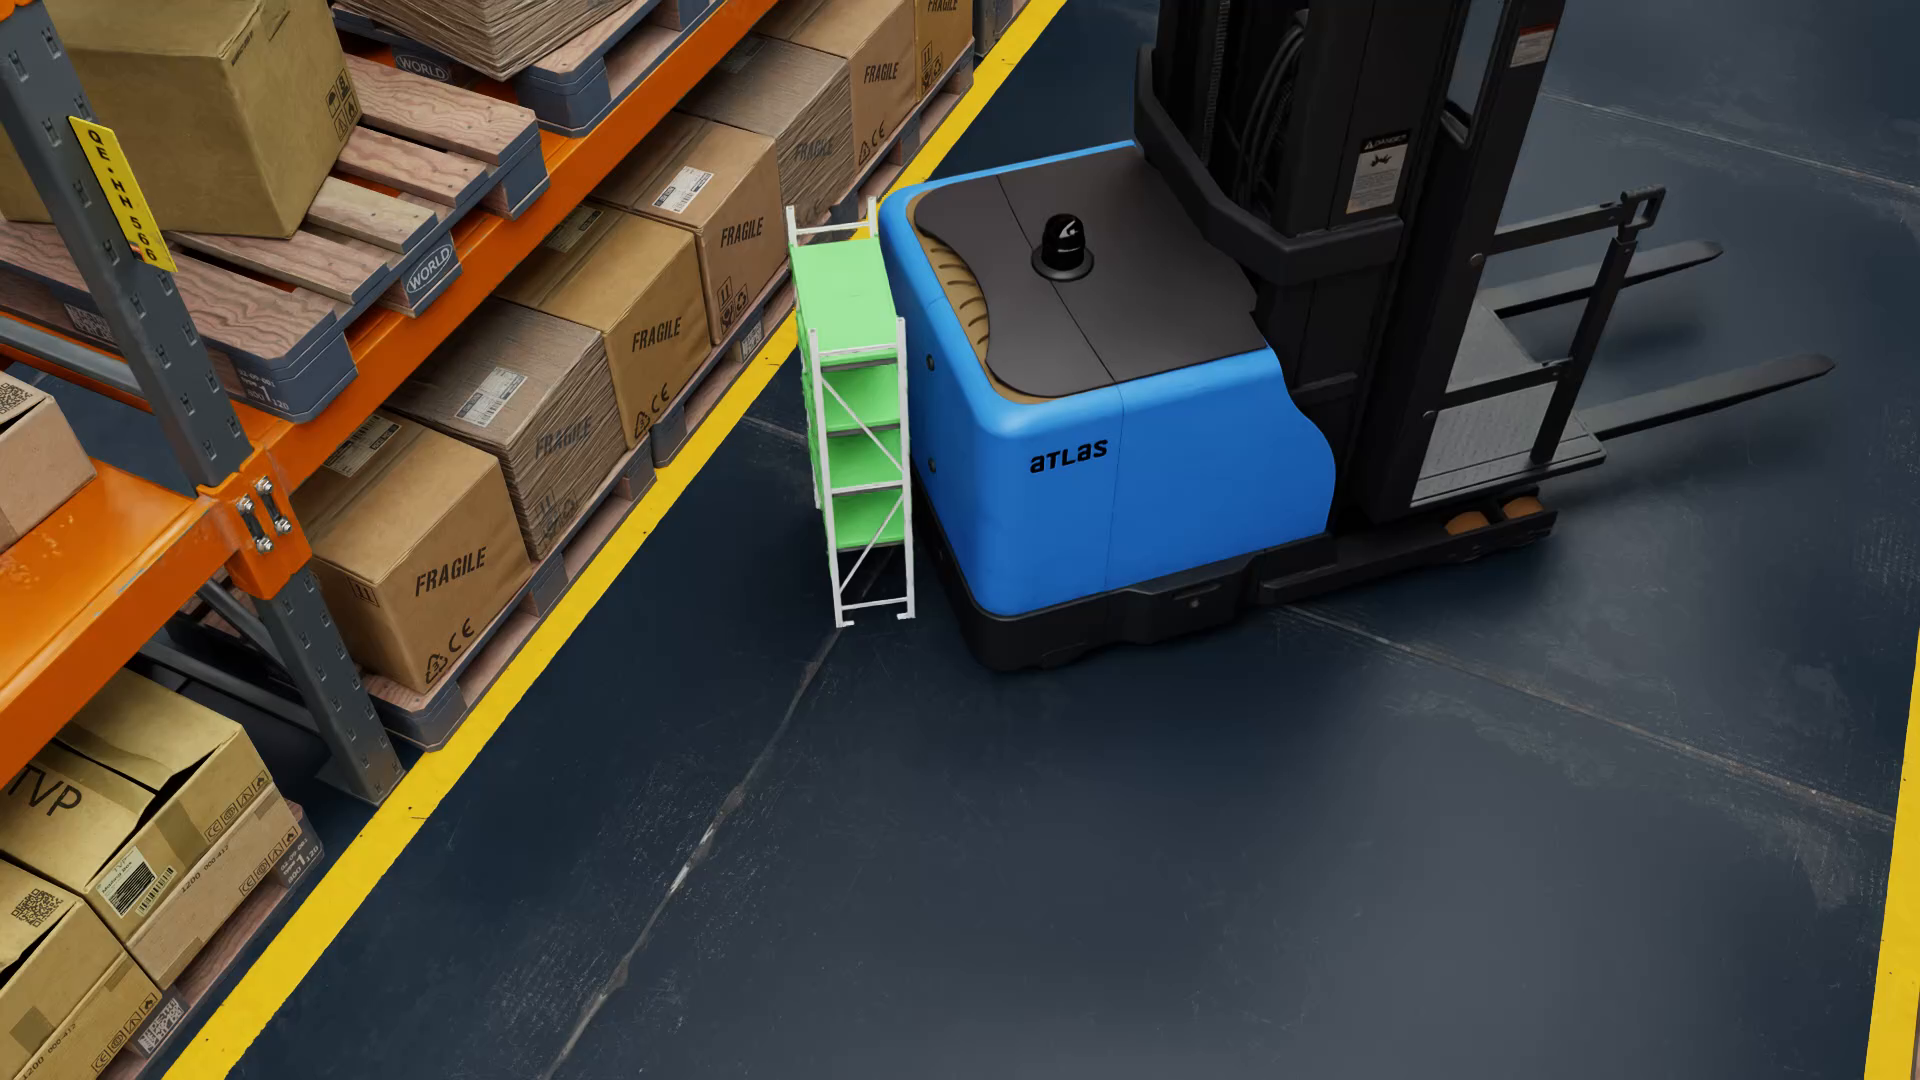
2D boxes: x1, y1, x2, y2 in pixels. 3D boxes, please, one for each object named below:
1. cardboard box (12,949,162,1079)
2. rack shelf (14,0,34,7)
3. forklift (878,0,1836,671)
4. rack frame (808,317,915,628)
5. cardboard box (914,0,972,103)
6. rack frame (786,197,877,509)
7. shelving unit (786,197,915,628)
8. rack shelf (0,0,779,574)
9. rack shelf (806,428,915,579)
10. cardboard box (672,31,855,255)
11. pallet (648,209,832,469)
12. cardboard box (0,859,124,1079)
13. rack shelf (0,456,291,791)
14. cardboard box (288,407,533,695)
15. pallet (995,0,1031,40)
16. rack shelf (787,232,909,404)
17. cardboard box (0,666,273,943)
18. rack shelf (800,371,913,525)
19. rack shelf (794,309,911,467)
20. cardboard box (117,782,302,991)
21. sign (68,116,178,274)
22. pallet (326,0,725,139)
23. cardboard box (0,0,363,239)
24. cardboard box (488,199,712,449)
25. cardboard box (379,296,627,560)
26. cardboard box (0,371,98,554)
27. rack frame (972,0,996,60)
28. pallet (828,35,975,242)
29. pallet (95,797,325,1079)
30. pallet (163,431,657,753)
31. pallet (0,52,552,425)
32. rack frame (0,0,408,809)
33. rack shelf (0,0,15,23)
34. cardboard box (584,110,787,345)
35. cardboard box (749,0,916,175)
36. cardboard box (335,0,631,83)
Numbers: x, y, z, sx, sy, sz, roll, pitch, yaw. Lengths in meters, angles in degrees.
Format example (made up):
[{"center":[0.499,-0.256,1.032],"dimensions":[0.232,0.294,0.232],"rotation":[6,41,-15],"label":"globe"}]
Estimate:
[{"center":[-2.258,1.120,3.857],"dimensions":[0.500,0.250,0.500],"rotation":[19,52,16],"label":"cardboard box"},{"center":[-1.183,-2.549,3.952],"dimensions":[1.077,0.370,4.000],"rotation":[20,52,16],"label":"rack shelf"},{"center":[1.330,-1.250,4.389],"dimensions":[3.031,2.935,1.130],"rotation":[-14,51,-12],"label":"forklift"},{"center":[-0.257,-0.145,4.585],"dimensions":[0.240,1.200,0.015],"rotation":[-8,50,-7],"label":"rack frame"},{"center":[-0.280,-2.086,6.408],"dimensions":[0.500,0.500,0.500],"rotation":[20,52,16],"label":"cardboard box"},{"center":[-0.345,-0.510,4.896],"dimensions":[0.240,1.200,0.015],"rotation":[-8,50,-7],"label":"rack frame"},{"center":[-0.301,-0.327,4.741],"dimensions":[0.258,1.200,0.503],"rotation":[-8,50,-7],"label":"shelving unit"},{"center":[-1.183,-1.576,5.094],"dimensions":[1.077,0.370,4.000],"rotation":[20,52,16],"label":"rack shelf"},{"center":[-0.301,-0.130,4.972],"dimensions":[0.258,0.148,0.480],"rotation":[-8,50,-7],"label":"rack shelf"},{"center":[-0.713,-1.403,5.827],"dimensions":[0.500,0.500,0.500],"rotation":[20,53,17],"label":"cardboard box"},{"center":[-1.162,-0.868,5.850],"dimensions":[1.003,0.211,1.213],"rotation":[20,52,16],"label":"pallet"},{"center":[-2.255,0.942,3.641],"dimensions":[0.500,0.311,0.500],"rotation":[19,52,16],"label":"cardboard box"},{"center":[-2.892,1.178,2.750],"dimensions":[1.077,0.370,4.000],"rotation":[20,52,16],"label":"rack shelf"},{"center":[-1.584,0.015,4.620],"dimensions":[0.500,0.500,0.500],"rotation":[22,53,18],"label":"cardboard box"},{"center":[-0.034,-2.756,7.456],"dimensions":[1.003,0.211,1.213],"rotation":[20,52,16],"label":"pallet"},{"center":[-0.301,-0.597,4.424],"dimensions":[0.258,0.148,0.480],"rotation":[-8,50,-7],"label":"rack shelf"},{"center":[-2.038,0.582,3.947],"dimensions":[0.500,0.311,0.500],"rotation":[21,53,17],"label":"cardboard box"},{"center":[-0.301,-0.286,4.789],"dimensions":[0.258,0.148,0.480],"rotation":[-8,50,-7],"label":"rack shelf"},{"center":[-0.301,-0.442,4.607],"dimensions":[0.258,0.148,0.480],"rotation":[-8,50,-7],"label":"rack shelf"},{"center":[-2.041,0.764,4.160],"dimensions":[0.500,0.250,0.500],"rotation":[21,53,17],"label":"cardboard box"},{"center":[-1.534,-0.629,3.056],"dimensions":[0.100,0.325,0.005],"rotation":[20,52,16],"label":"sign"},{"center":[-1.211,-1.711,4.862],"dimensions":[1.003,0.211,1.213],"rotation":[20,52,16],"label":"pallet"},{"center":[-1.870,-1.071,3.851],"dimensions":[0.700,0.500,0.500],"rotation":[4,50,4],"label":"cardboard box"},{"center":[-1.147,-0.691,5.221],"dimensions":[0.500,0.500,0.500],"rotation":[19,52,16],"label":"cardboard box"},{"center":[-1.366,-0.348,4.929],"dimensions":[0.500,0.500,0.500],"rotation":[18,52,15],"label":"cardboard box"},{"center":[-2.232,-0.167,3.481],"dimensions":[0.500,0.311,0.500],"rotation":[23,53,18],"label":"cardboard box"},{"center":[-0.328,-3.187,5.992],"dimensions":[1.000,3.000,0.127],"rotation":[20,52,16],"label":"rack frame"},{"center":[-0.642,-1.711,6.567],"dimensions":[1.003,0.211,1.213],"rotation":[20,52,16],"label":"pallet"},{"center":[-2.424,1.025,4.239],"dimensions":[1.003,0.211,1.213],"rotation":[20,52,16],"label":"pallet"},{"center":[-1.684,-0.031,5.137],"dimensions":[1.003,0.211,1.213],"rotation":[20,52,16],"label":"pallet"},{"center":[-1.811,-0.860,4.138],"dimensions":[1.213,0.211,1.003],"rotation":[20,52,16],"label":"pallet"},{"center":[-2.037,-0.432,3.648],"dimensions":[1.000,3.000,0.127],"rotation":[20,52,16],"label":"rack frame"},{"center":[-2.892,0.206,1.608],"dimensions":[1.077,0.370,4.000],"rotation":[20,52,16],"label":"rack shelf"},{"center":[-0.929,-1.052,5.528],"dimensions":[0.500,0.500,0.500],"rotation":[18,52,15],"label":"cardboard box"},{"center":[-0.499,-1.749,6.121],"dimensions":[0.500,0.500,0.500],"rotation":[20,52,16],"label":"cardboard box"},{"center":[-1.307,-1.639,4.334],"dimensions":[0.700,0.500,0.500],"rotation":[29,56,23],"label":"cardboard box"}]
